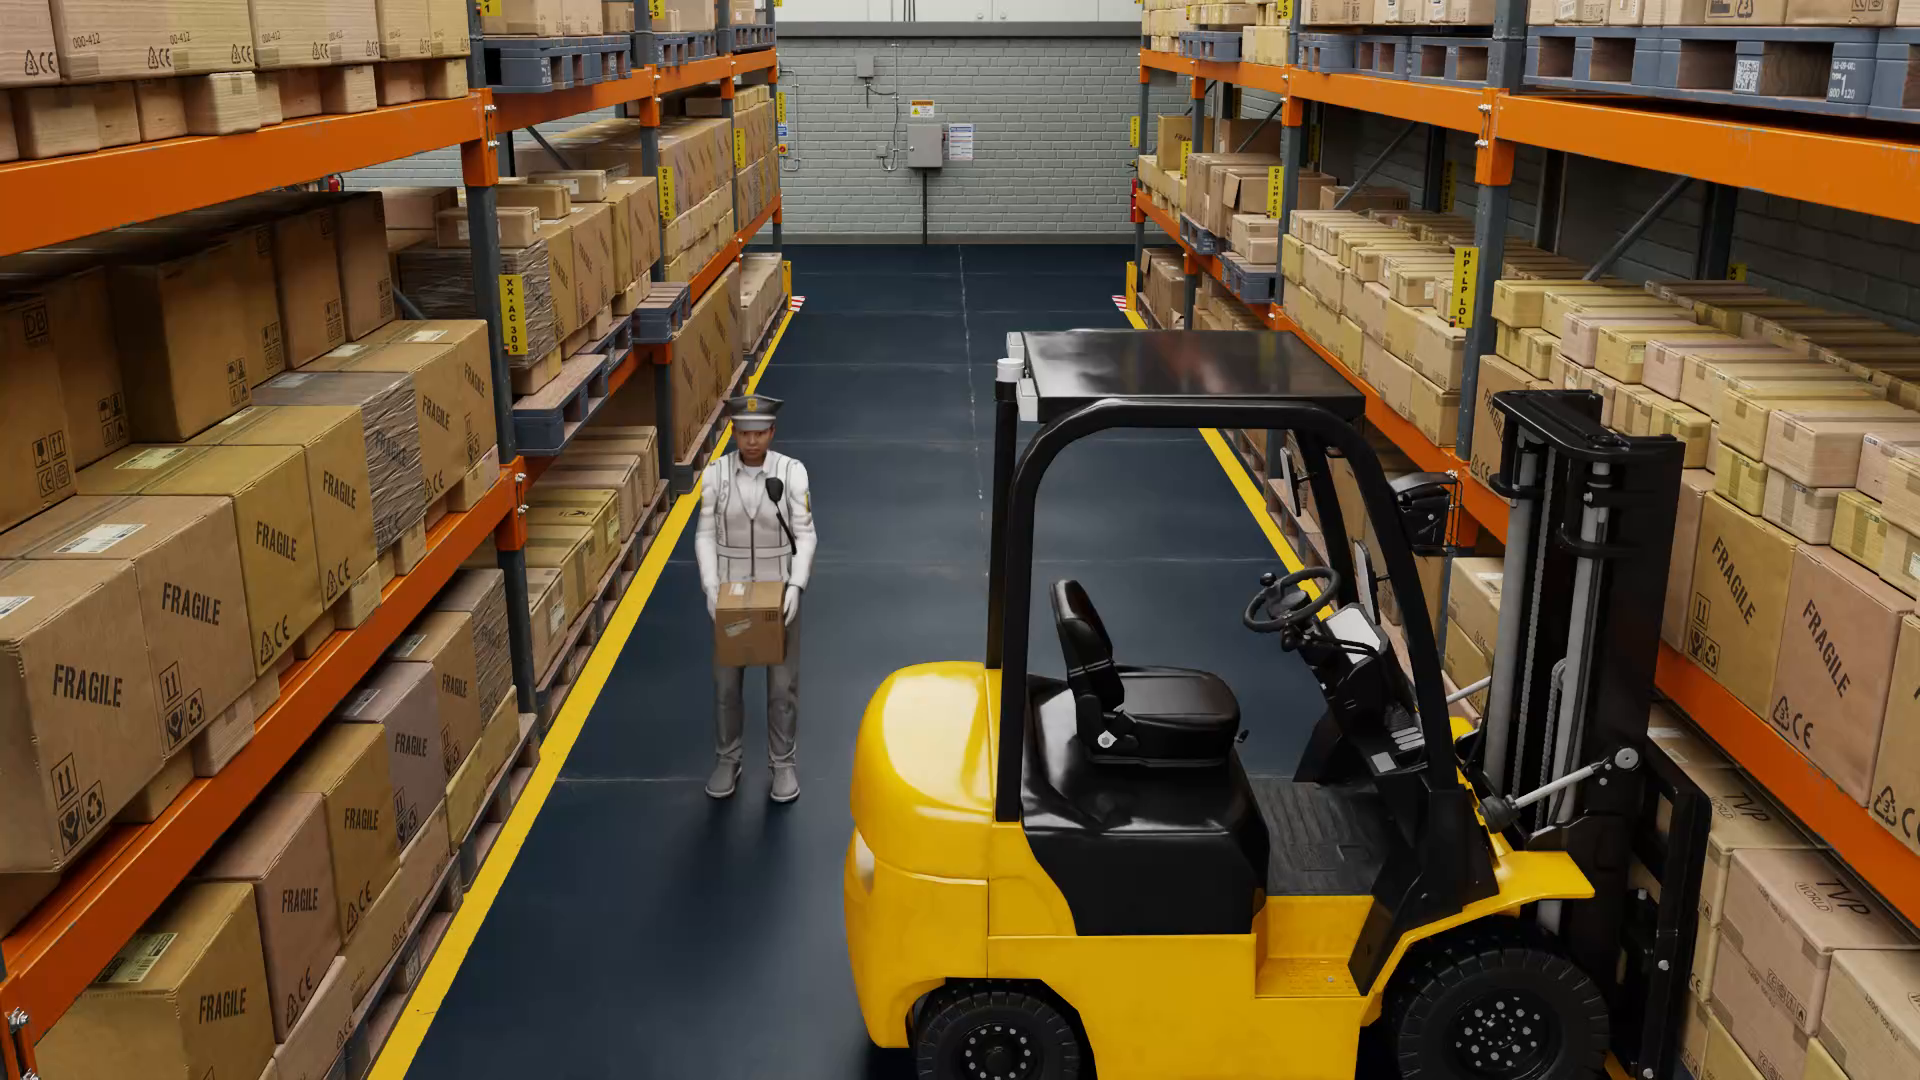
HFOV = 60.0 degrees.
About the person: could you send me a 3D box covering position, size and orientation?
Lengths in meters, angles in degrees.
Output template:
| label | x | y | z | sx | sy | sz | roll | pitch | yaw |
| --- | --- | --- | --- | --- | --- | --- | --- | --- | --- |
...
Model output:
| label | x | y | z | sx | sy | sz | roll | pitch | yaw |
| --- | --- | --- | --- | --- | --- | --- | --- | --- | --- |
| person | -0.827 | 0.234 | 6.770 | 0.498 | 1.674 | 0.425 | -1 | 17 | -2 |
